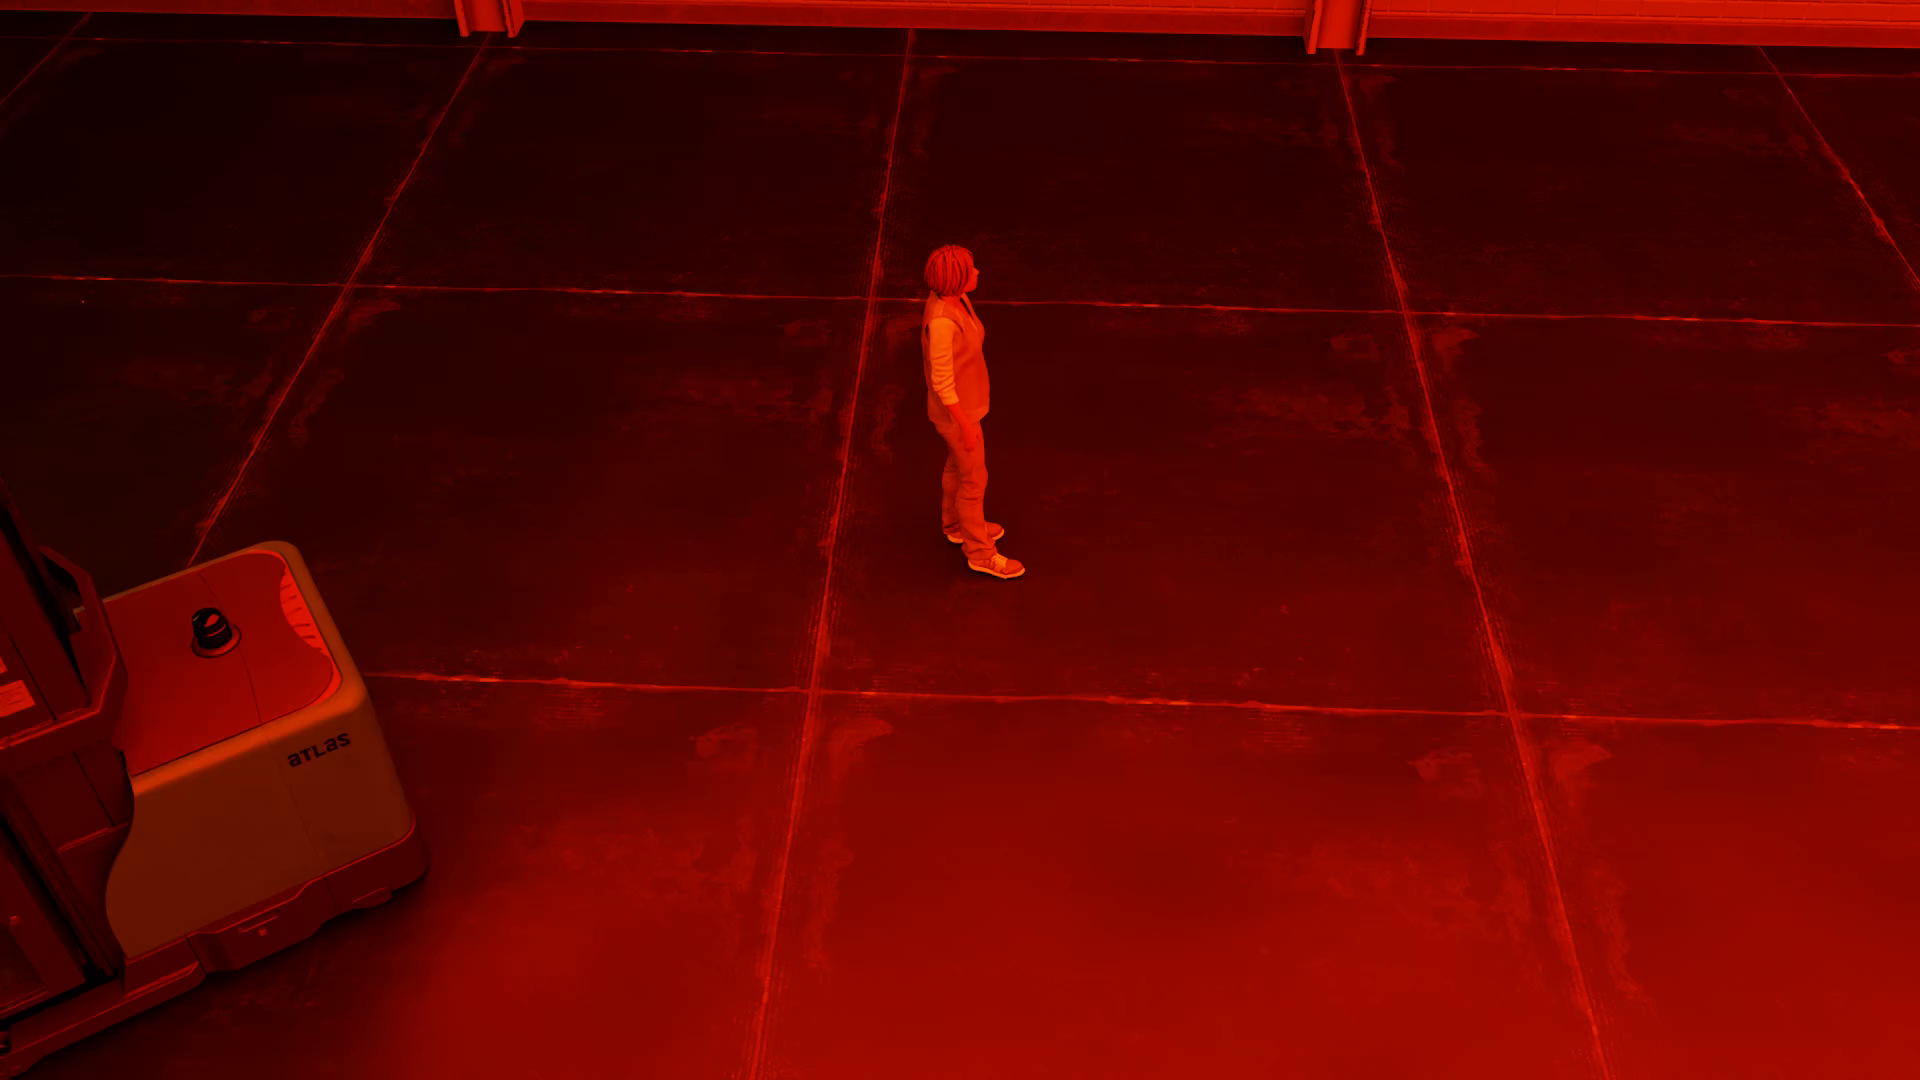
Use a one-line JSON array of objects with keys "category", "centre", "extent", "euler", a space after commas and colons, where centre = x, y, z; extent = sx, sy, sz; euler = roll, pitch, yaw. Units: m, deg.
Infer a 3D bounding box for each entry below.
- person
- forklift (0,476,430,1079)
[{"category": "person", "centre": [0.074, -0.584, 7.359], "extent": [0.473, 1.599, 0.520], "euler": [2, 42, 2]}, {"category": "forklift", "centre": [-3.576, 0.491, 5.204], "extent": [3.031, 2.935, 1.130], "euler": [-23, 47, -23]}]
